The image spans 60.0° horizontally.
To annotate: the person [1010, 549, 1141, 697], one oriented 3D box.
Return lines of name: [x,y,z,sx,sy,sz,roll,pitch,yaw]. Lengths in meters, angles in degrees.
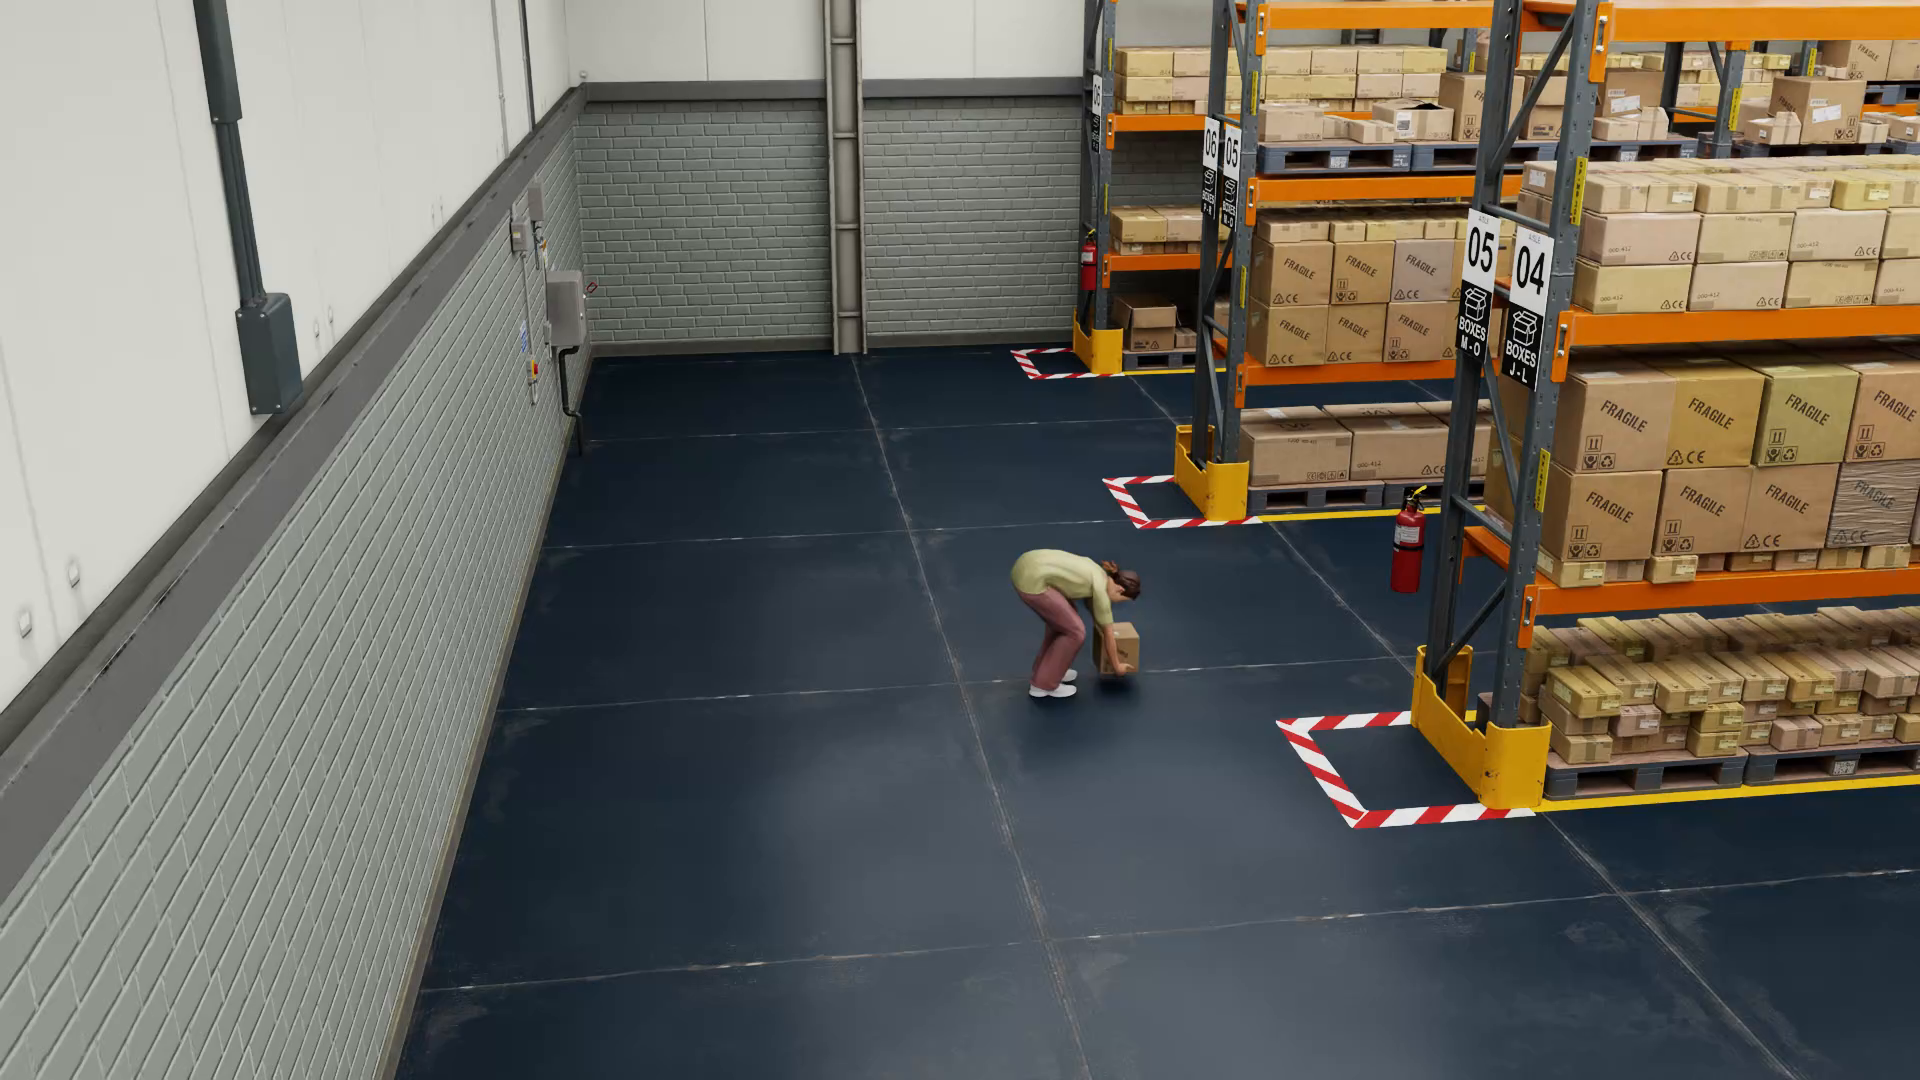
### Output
person: [0.750,0.512,10.736,0.855,0.947,0.450,-4,20,-10]
